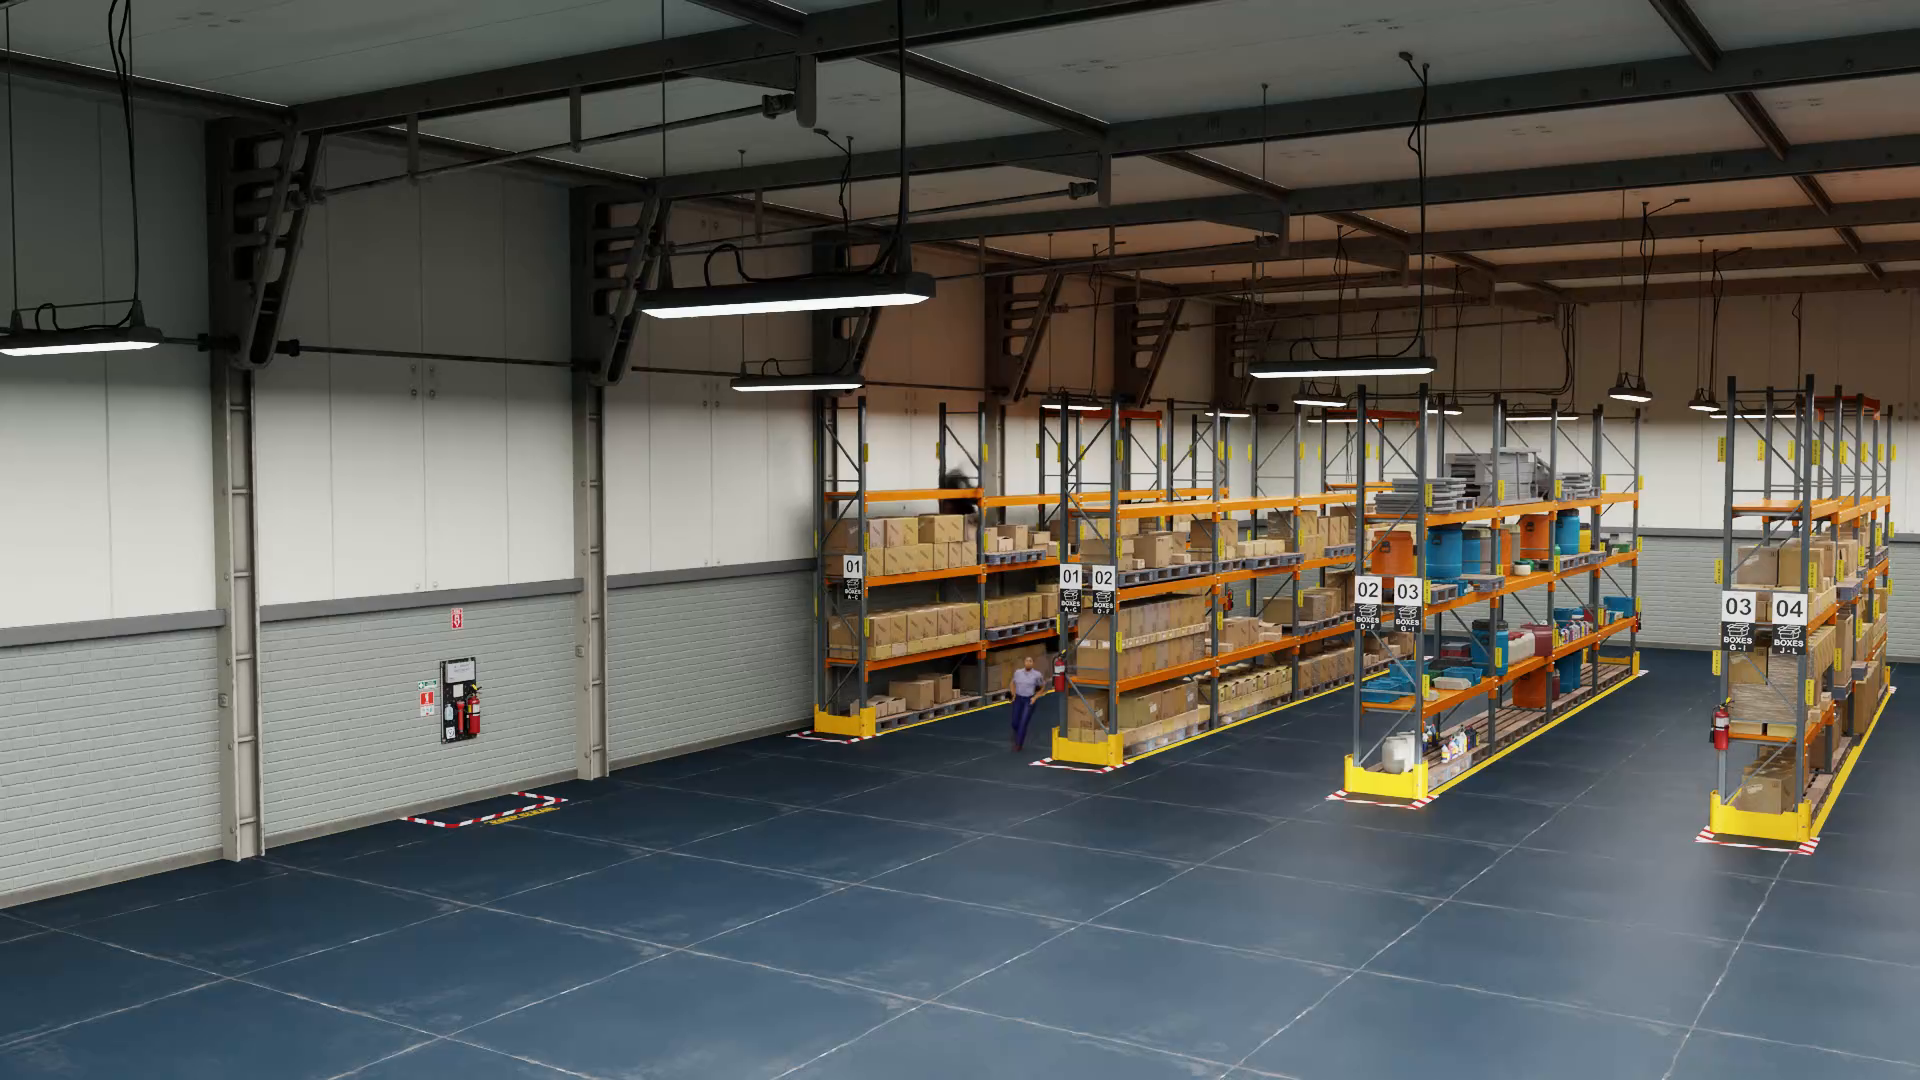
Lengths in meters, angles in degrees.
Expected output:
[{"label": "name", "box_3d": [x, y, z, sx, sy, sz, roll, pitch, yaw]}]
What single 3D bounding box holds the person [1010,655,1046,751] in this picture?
[{"label": "person", "box_3d": [1.138, 2.732, 28.044, 0.621, 1.594, 0.570, 1, 3, 13]}]
